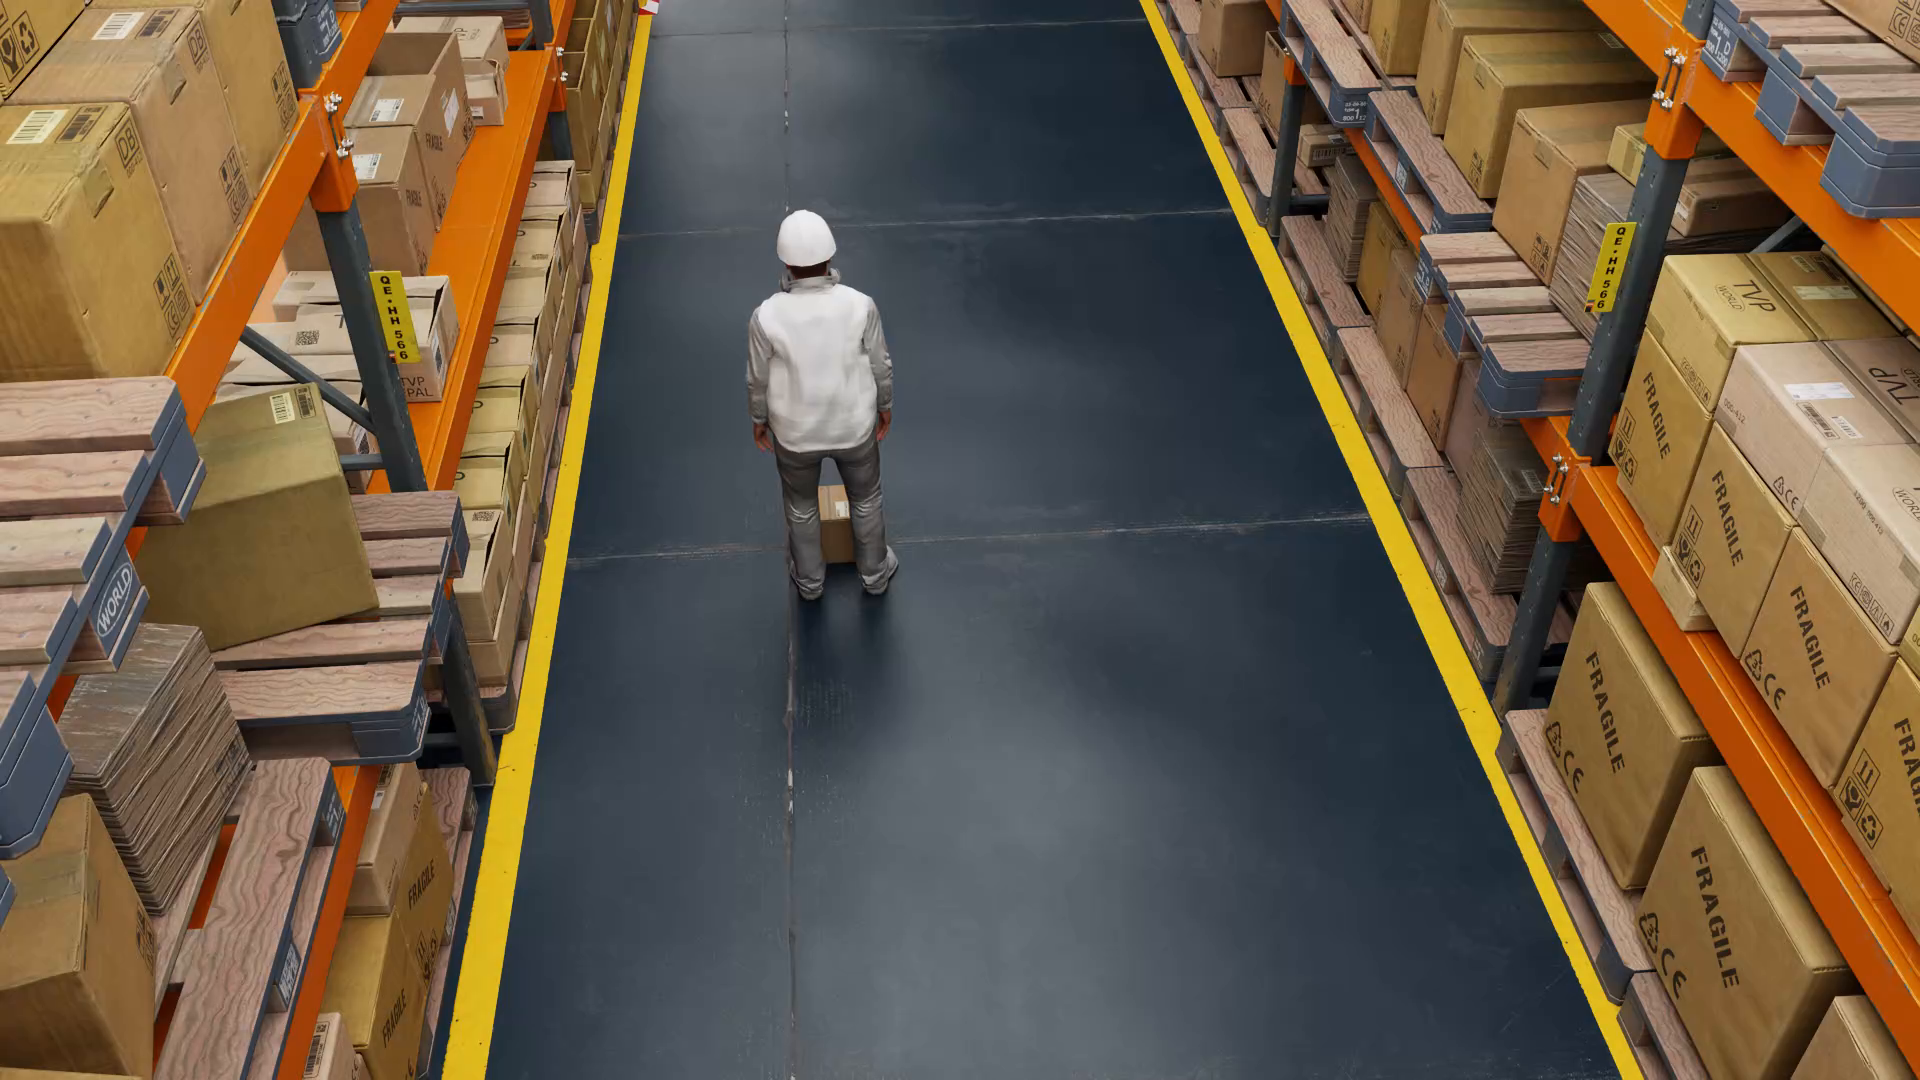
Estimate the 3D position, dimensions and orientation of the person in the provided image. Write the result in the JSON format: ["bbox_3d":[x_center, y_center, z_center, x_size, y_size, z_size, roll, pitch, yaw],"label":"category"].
[{"bbox_3d":[-0.557,-0.499,6.751,0.594,1.773,0.458,-5,39,-6],"label":"person"}]
